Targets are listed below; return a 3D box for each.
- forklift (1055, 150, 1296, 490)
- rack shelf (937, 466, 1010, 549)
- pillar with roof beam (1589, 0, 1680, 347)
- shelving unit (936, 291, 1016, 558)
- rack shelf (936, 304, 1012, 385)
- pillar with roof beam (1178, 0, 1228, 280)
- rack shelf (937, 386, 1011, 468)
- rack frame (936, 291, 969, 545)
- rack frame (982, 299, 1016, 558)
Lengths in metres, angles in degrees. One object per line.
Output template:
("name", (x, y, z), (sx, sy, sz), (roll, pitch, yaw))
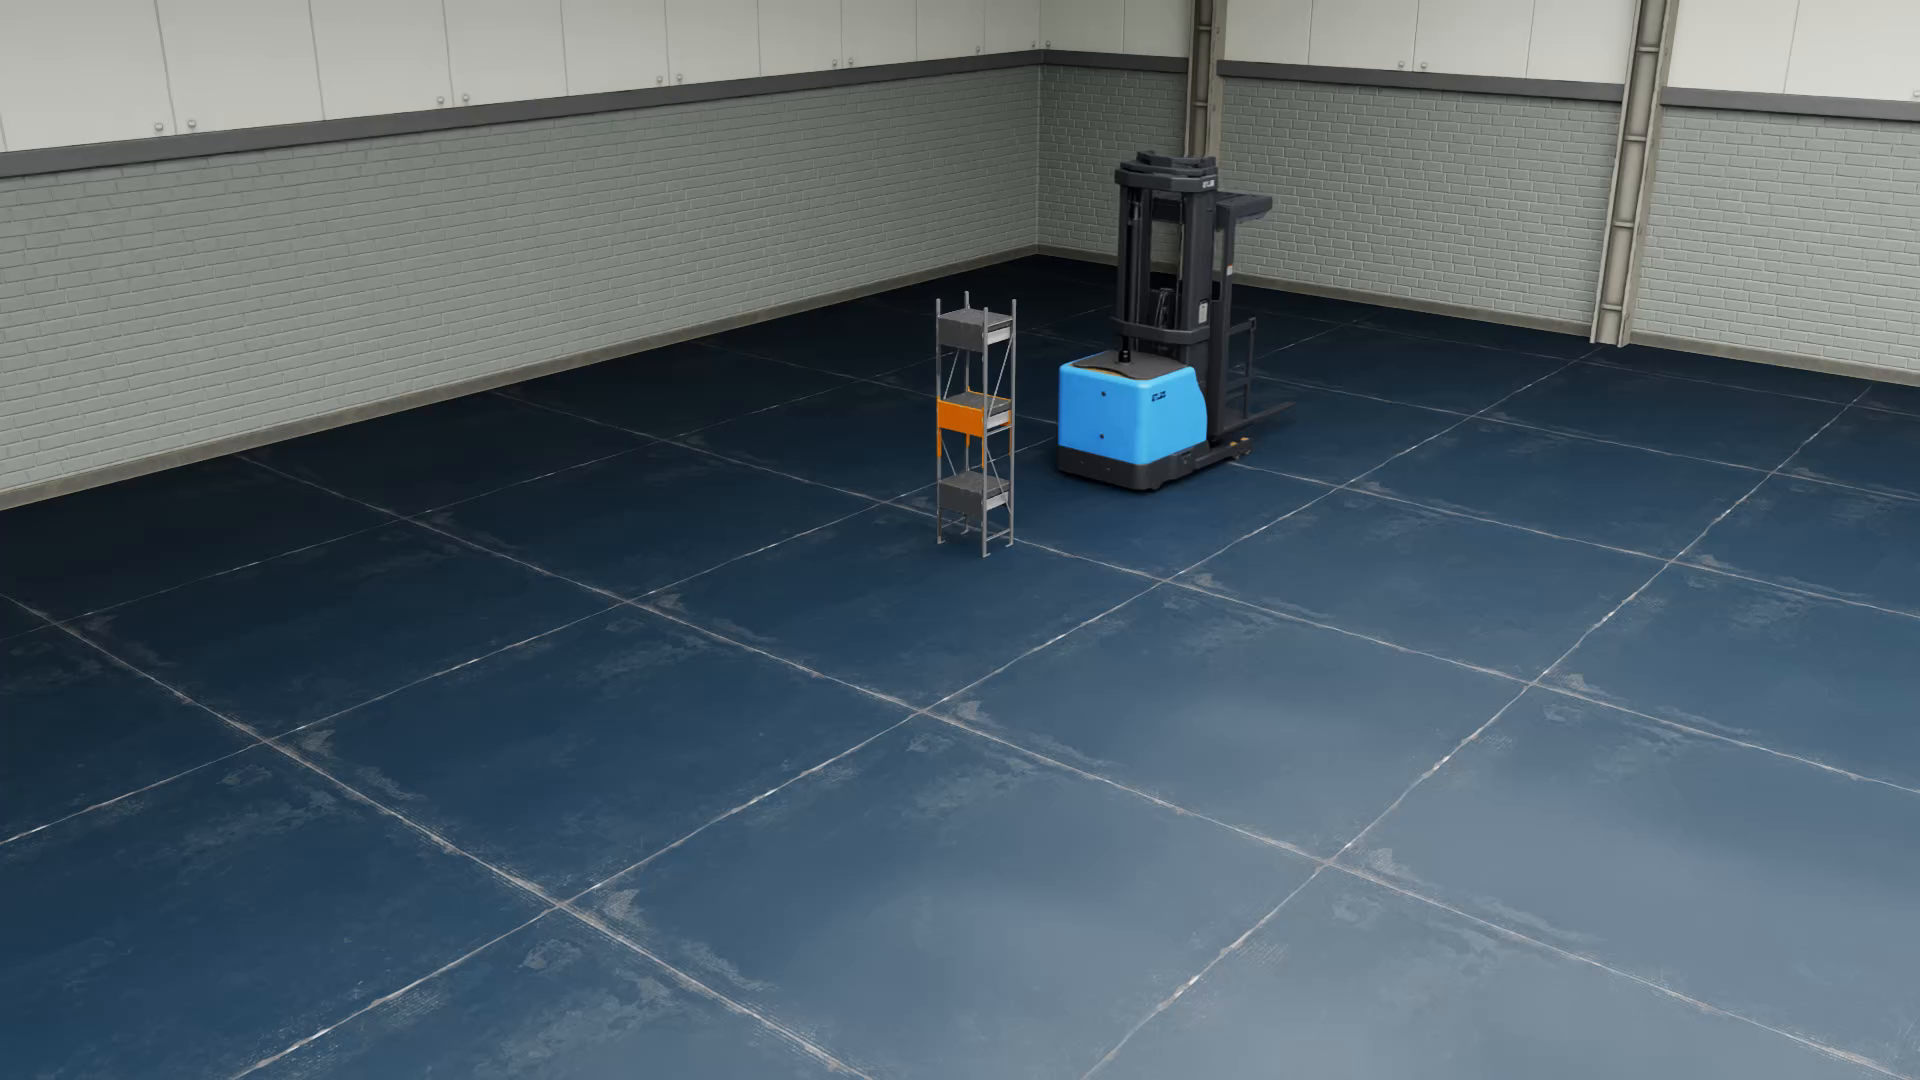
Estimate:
("forklift", (2.254, -2.268, 16.029), (1.130, 2.935, 3.031), (17, 27, 38))
("rack shelf", (0.128, -0.278, 13.952), (0.480, 0.518, 0.431), (16, 26, 36))
("pillar with roof beam", (5.356, -5.489, 15.971), (0.400, 9.000, 9.100), (16, 26, 36))
("shelving unit", (0.128, -0.946, 13.700), (0.503, 2.100, 0.431), (16, 26, 36))
("rack shelf", (0.128, -1.588, 13.458), (0.480, 0.518, 0.431), (16, 26, 36))
("pillar with roof beam", (0.708, -6.828, 19.521), (0.400, 9.000, 9.100), (16, 26, 36))
("rack shelf", (0.128, -0.933, 13.705), (0.480, 0.518, 0.431), (16, 26, 36))
("rack frame", (-0.061, -1.000, 13.844), (0.015, 2.100, 0.400), (16, 26, 36))
("rack frame", (0.317, -0.891, 13.555), (0.015, 2.100, 0.400), (16, 26, 36))
